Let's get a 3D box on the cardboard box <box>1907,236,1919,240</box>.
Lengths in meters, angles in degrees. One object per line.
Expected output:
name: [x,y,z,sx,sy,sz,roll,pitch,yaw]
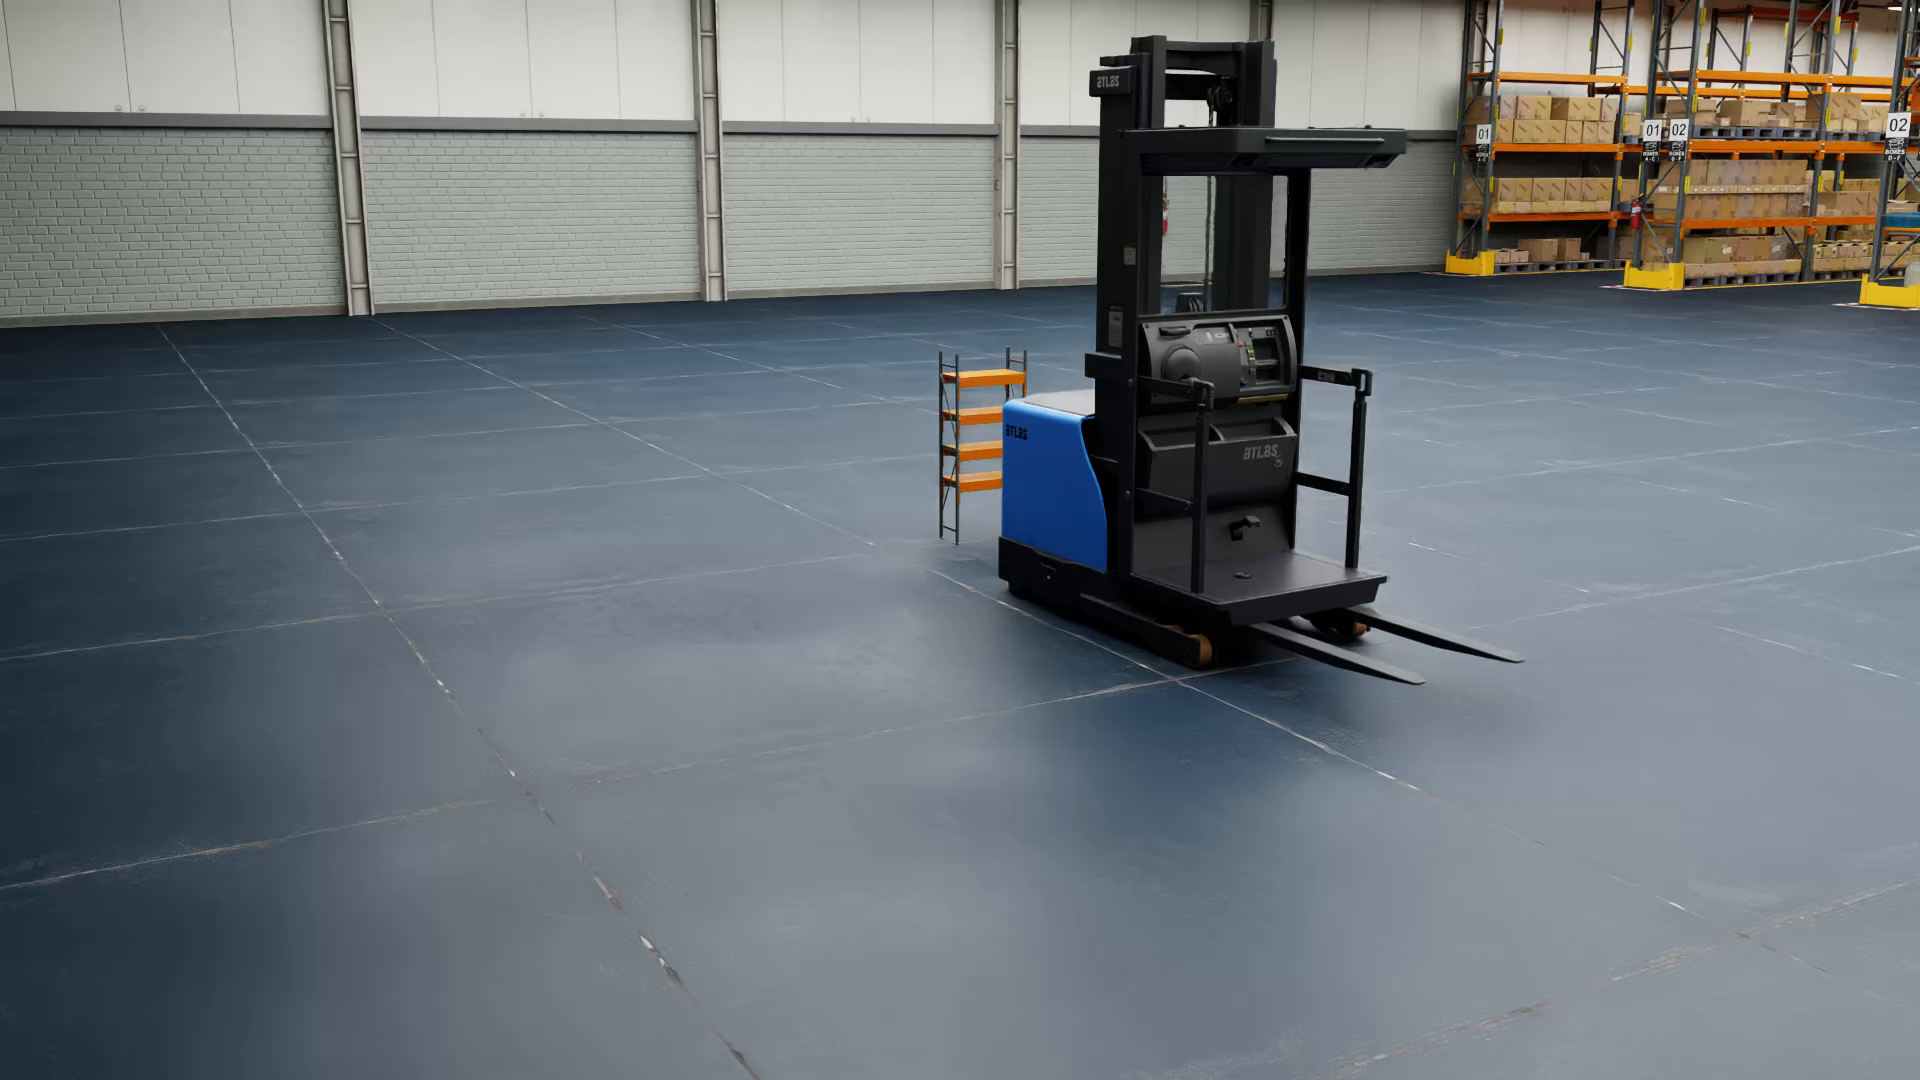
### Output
cardboard box: [21.387,-6.772,36.852,0.500,0.250,0.500,-6,14,-26]

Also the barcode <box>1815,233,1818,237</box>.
barcode: [17.543,-6.250,34.053,0.075,0.075,0.001,-7,14,-28]

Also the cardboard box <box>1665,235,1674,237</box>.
cardboard box: [16.717,-7.035,39.727,0.500,0.500,0.700,-7,14,-28]

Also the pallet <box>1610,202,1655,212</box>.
pallet: [15.484,-7.753,38.664,1.213,0.211,1.003,-7,14,-28]

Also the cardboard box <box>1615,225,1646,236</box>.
cardboard box: [15.766,-7.283,39.121,0.500,0.250,0.500,-7,15,-29]

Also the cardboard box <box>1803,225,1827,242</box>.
cardboard box: [21.257,-7.698,41.924,0.750,0.750,0.750,-7,14,-27]

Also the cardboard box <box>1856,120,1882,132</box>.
cardboard box: [18.828,-8.624,34.652,0.500,0.250,0.500,-8,15,-33]

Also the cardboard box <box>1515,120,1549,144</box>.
cardboard box: [12.588,-8.987,36.607,0.500,0.500,0.500,-6,14,-25]

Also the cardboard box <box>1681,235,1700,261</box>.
cardboard box: [14.808,-5.870,33.459,0.500,0.500,0.500,-7,14,-28]

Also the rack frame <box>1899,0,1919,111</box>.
rack frame: [20.631,-10.187,35.381,0.127,3.000,1.000,-7,14,-28]

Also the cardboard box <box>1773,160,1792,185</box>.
cardboard box: [16.291,-7.420,33.566,0.500,0.500,0.700,-7,14,-28]

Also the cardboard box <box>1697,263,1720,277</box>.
cardboard box: [14.623,-5.349,32.853,0.500,0.250,0.500,-7,14,-28]

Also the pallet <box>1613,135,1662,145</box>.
pallet: [15.336,-9.210,38.299,1.003,0.211,1.213,-7,14,-28]

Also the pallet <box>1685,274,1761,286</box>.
pallet: [15.330,-5.275,33.566,1.213,0.211,1.003,-7,14,-28]

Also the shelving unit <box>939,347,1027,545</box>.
shelving unit: [0.145,-0.603,10.555,0.503,1.200,0.258,-7,14,-28]

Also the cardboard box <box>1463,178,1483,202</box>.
cardboard box: [11.544,-7.766,36.874,0.500,0.500,0.500,-7,14,-28]

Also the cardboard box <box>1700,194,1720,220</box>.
cardboard box: [14.484,-6.571,32.746,0.500,0.500,0.700,-6,14,-26]

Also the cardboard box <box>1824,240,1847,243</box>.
cardboard box: [18.674,-6.235,35.510,0.500,0.311,0.500,-7,14,-29]

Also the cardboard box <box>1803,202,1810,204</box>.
cardboard box: [20.941,-8.344,41.380,0.250,0.149,0.380,-7,14,-28]

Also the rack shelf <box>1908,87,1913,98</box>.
rack shelf: [22.386,-9.852,36.439,4.000,0.370,1.077,-7,14,-28]

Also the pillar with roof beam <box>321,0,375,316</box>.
pillar with roof beam: [-7.571,-7.186,22.044,0.400,9.000,9.100,-7,14,-28]

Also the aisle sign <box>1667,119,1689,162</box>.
aisle sign: [13.698,-7.621,31.722,0.004,0.787,0.394,-7,14,-28]

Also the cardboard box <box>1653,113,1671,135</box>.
cardboard box: [16.344,-9.683,38.787,0.500,0.500,0.500,-7,15,-30]

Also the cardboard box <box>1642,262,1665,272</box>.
cardboard box: [13.938,-5.396,33.059,0.500,0.250,0.500,-7,14,-28]

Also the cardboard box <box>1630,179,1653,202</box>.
cardboard box: [15.700,-8.162,38.814,0.500,0.500,0.700,-5,14,-22]

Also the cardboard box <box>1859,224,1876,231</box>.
cardboard box: [23.317,-8.052,42.817,0.250,0.149,0.380,-7,15,-29]

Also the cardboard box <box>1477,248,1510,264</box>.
cardboard box: [11.883,-6.332,37.033,0.500,0.311,0.500,-9,15,-34]

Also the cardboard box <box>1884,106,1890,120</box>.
cardboard box: [23.404,-10.775,42.272,0.500,0.500,0.500,-7,14,-28]

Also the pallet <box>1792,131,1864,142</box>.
pallet: [17.888,-8.305,34.285,1.217,0.209,0.805,-8,15,-30]

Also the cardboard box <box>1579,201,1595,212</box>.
cardboard box: [14.031,-7.572,37.717,0.500,0.250,0.500,-7,14,-28]

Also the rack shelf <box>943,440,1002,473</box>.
rack shelf: [0.145,-0.537,10.570,0.480,0.148,0.258,-7,14,-28]

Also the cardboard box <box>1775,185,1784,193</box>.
cardboard box: [16.307,-7.054,33.415,0.250,0.149,0.380,-7,14,-28]

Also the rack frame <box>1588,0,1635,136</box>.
rack frame: [14.743,-10.721,37.751,0.127,3.000,1.000,-7,14,-28]

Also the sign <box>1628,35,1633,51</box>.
sign: [14.987,-11.109,37.167,0.005,0.325,0.100,-7,14,-28]

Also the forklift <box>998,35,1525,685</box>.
forklift: [1.407,-0.935,8.090,1.130,2.935,3.031,-8,15,-30]

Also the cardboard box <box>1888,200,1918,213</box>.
cardboard box: [20.291,-7.187,35.917,0.500,0.311,0.500,-6,14,-24]

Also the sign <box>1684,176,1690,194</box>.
sign: [13.870,-6.772,31.718,0.005,0.325,0.100,-7,14,-28]

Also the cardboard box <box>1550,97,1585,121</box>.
cardboard box: [13.504,-9.582,36.973,0.500,0.500,0.500,-7,15,-30]

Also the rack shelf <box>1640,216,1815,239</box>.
rack shelf: [15.365,-6.278,33.314,4.000,0.370,1.077,-7,14,-28]

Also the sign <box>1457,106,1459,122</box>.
sign: [10.984,-9.378,36.598,0.005,0.325,0.100,-7,14,-28]

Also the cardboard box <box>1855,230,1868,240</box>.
cardboard box: [22.913,-7.732,42.872,0.500,0.500,0.700,-7,14,-28]

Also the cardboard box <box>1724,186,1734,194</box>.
cardboard box: [14.962,-6.893,32.701,0.250,0.149,0.380,-7,15,-30]

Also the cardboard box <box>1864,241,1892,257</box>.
cardboard box: [19.392,-6.187,35.296,0.500,0.311,0.500,-7,14,-28]

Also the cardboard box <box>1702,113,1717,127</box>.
cardboard box: [14.493,-8.254,32.690,0.500,0.250,0.500,-7,14,-28]

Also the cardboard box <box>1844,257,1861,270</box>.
cardboard box: [18.495,-5.807,34.884,0.500,0.250,0.500,-7,15,-30]

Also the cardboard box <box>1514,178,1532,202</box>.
cardboard box: [12.234,-7.718,36.660,0.500,0.500,0.500,-7,14,-28]

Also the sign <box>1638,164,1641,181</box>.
sign: [13.361,-7.206,32.618,0.005,0.325,0.100,-7,14,-28]

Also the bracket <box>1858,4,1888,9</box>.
bracket: [24.761,-13.805,43.258,4.783,0.066,0.076,-7,14,-28]

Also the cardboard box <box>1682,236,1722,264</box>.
cardboard box: [14.624,-5.715,32.769,0.500,0.500,0.500,-7,14,-28]

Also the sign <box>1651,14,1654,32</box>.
sign: [13.362,-9.946,32.001,0.005,0.325,0.100,-7,14,-28]

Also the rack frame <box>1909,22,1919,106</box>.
rack frame: [25.276,-11.983,43.361,0.127,3.000,1.000,-7,14,-28]

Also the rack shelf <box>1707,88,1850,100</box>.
rack shelf: [20.010,-10.806,40.679,4.000,0.370,1.077,-7,14,-28]

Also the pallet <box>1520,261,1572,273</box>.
pallet: [13.098,-6.227,37.798,1.213,0.211,1.003,-7,14,-28]

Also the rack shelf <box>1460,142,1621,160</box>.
rack shelf: [12.988,-8.696,37.225,4.000,0.370,1.077,-7,14,-28]
